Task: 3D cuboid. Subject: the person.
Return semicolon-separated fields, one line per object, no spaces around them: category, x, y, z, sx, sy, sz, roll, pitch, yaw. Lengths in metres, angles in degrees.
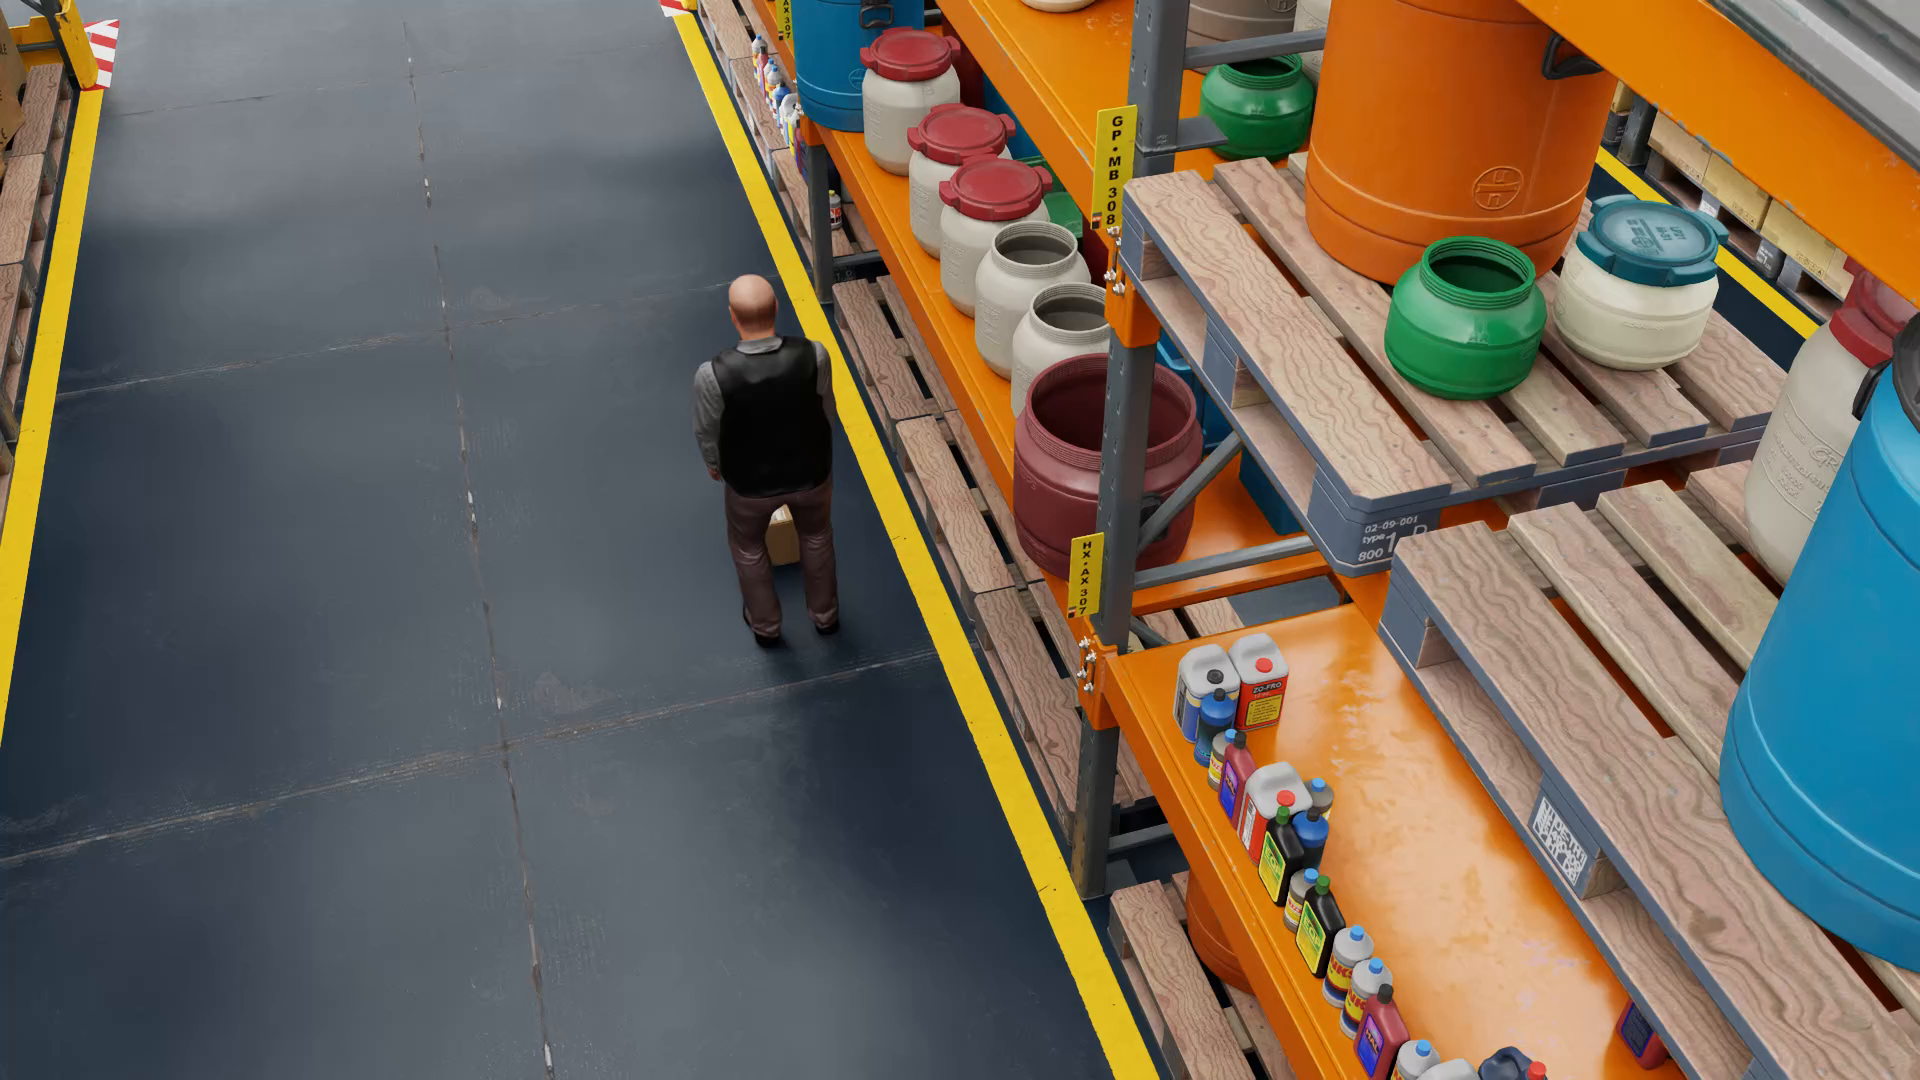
person;-0.742;-0.255;6.517;0.563;1.658;0.447;-11;43;-12
